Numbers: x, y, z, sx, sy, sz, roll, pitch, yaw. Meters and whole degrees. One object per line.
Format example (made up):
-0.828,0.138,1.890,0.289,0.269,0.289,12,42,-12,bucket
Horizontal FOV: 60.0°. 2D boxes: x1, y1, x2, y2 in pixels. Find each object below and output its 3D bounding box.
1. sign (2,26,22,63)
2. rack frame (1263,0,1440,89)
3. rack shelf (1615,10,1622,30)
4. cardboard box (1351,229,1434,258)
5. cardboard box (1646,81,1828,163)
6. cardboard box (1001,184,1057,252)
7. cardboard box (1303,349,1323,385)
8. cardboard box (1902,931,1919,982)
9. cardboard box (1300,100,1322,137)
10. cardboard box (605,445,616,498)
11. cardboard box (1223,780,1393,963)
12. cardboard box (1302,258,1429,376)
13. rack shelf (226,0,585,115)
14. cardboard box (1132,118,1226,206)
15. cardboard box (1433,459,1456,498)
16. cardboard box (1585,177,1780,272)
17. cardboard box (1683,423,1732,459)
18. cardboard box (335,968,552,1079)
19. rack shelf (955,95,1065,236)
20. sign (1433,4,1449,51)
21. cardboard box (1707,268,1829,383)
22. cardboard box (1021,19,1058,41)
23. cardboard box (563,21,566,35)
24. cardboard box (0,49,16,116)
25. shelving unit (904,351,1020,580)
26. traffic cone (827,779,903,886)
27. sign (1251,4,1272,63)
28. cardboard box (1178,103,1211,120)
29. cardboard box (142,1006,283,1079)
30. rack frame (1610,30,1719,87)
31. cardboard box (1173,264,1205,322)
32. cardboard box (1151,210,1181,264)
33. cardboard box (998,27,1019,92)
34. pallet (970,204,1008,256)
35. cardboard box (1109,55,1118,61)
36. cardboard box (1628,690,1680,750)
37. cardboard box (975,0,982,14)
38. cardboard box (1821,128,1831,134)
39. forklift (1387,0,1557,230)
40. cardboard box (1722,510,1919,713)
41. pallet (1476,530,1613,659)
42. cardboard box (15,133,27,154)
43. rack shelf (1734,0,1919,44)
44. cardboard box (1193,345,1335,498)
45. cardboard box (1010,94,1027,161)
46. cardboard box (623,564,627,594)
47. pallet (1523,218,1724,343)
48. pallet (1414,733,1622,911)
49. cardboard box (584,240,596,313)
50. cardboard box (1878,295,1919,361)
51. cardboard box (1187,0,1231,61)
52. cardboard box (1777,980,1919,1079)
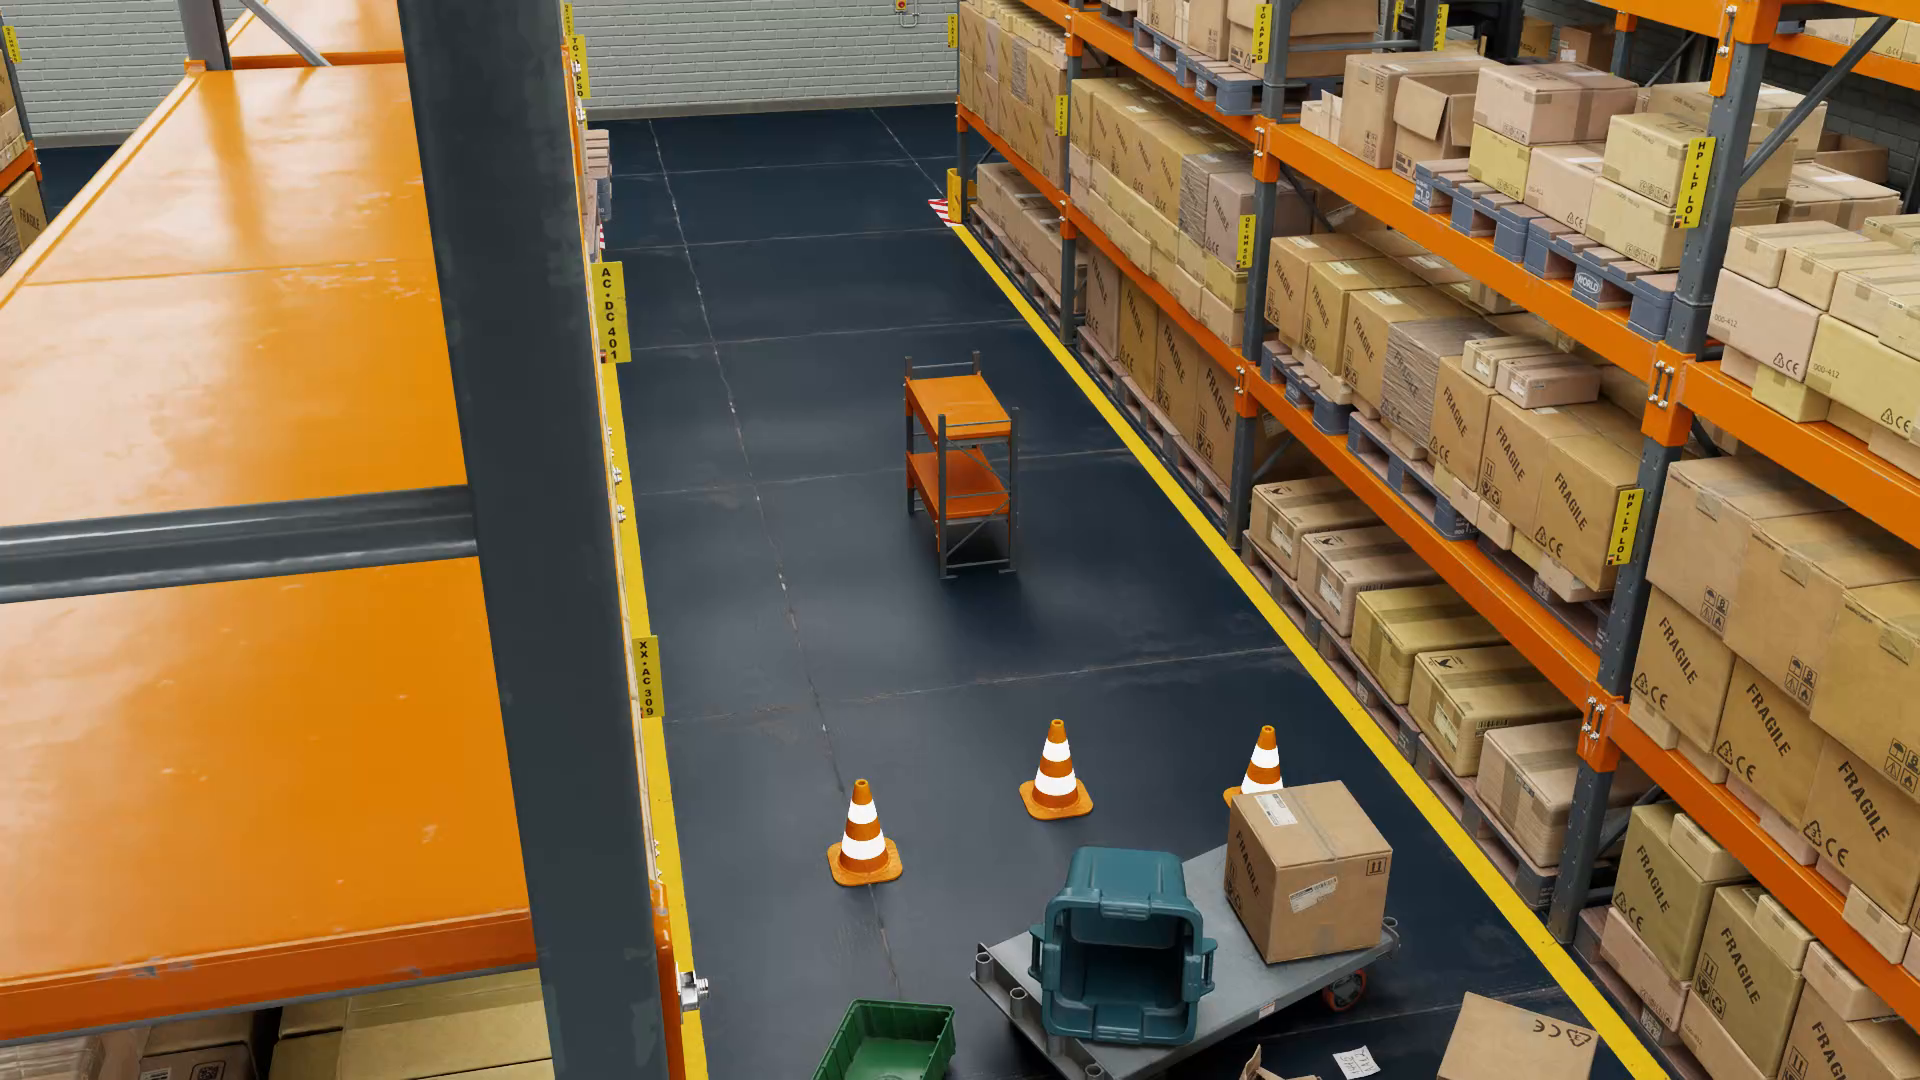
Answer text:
-8.656,-4.523,15.181,0.100,0.325,0.005,-6,27,-12,sign
2.270,-4.024,9.082,1.000,3.000,0.127,-6,27,-12,rack frame
5.753,-5.504,16.141,1.077,0.370,4.000,-6,27,-12,rack shelf
2.643,-1.540,9.911,0.500,0.500,0.500,-7,28,-13,cardboard box
3.308,-1.788,7.126,0.500,0.250,0.500,-7,28,-13,cardboard box
0.928,-3.221,16.527,0.875,0.438,0.875,-5,27,-10,cardboard box
2.210,-1.007,9.576,0.380,0.149,0.250,-8,28,-15,cardboard box
3.293,1.363,5.345,0.380,0.149,0.250,-6,27,-12,cardboard box
2.175,-2.417,9.507,0.380,0.149,0.250,-6,27,-12,cardboard box
-0.893,-0.063,3.381,0.380,0.149,0.250,-6,27,-11,cardboard box
1.444,1.382,6.964,0.500,0.500,0.500,-6,27,-12,cardboard box
2.270,-1.262,9.360,0.500,0.500,0.500,-5,27,-9,cardboard box
-2.079,-2.099,6.511,1.077,0.370,4.000,-6,27,-12,rack shelf
1.563,-2.703,11.903,0.500,0.500,0.500,-6,27,-12,cardboard box
2.571,-0.312,8.199,0.380,0.149,0.250,-6,27,-12,cardboard box
2.899,-1.291,6.697,0.500,0.250,0.500,-6,28,-13,cardboard box
3.345,-0.190,7.236,0.500,0.500,0.500,-5,27,-10,cardboard box
-0.548,0.609,2.049,0.380,0.149,0.250,-6,27,-11,cardboard box
0.918,-3.659,15.815,1.077,0.370,4.000,-6,27,-12,rack shelf
2.799,-2.970,9.749,0.100,0.325,0.005,-6,27,-12,sign
3.004,-0.774,5.808,0.500,0.250,0.500,-7,28,-13,cardboard box
0.763,-4.553,14.848,0.380,0.149,0.250,-7,28,-13,cardboard box
-3.747,-4.309,14.755,0.500,0.500,0.500,-5,27,-9,cardboard box
-8.822,-4.065,14.826,0.500,0.500,0.500,-6,27,-11,cardboard box
-0.002,-0.505,10.849,0.538,1.125,1.048,-6,27,-12,shelving unit
-0.460,1.347,7.913,0.336,0.463,0.334,-6,27,-12,traffic cone
1.727,-2.898,9.519,0.100,0.325,0.005,-6,27,-12,sign
1.933,-2.971,12.434,0.500,0.500,0.500,-5,27,-10,cardboard box
-1.221,0.670,2.371,0.500,0.250,0.500,-6,27,-11,cardboard box
6.204,-3.608,14.915,1.000,3.000,0.127,-6,27,-12,rack frame
1.773,-1.697,11.297,0.500,0.250,0.500,-5,27,-11,cardboard box
1.659,-2.136,11.612,0.500,0.250,0.500,-7,28,-13,cardboard box
0.658,-4.439,15.342,0.500,0.500,0.500,-6,27,-11,cardboard box
0.724,-3.270,17.341,1.003,0.211,1.213,-6,27,-12,pallet
1.477,-4.158,14.066,0.380,0.149,0.250,-6,27,-11,cardboard box
2.930,0.693,6.673,0.380,0.149,0.250,-6,27,-12,cardboard box
0.353,-5.221,16.171,0.380,0.149,0.250,-5,27,-10,cardboard box
6.388,-3.033,13.199,0.700,0.500,0.500,-6,27,-12,cardboard box
4.090,-2.715,13.223,1.130,2.935,3.031,-6,27,-12,forklift
3.153,0.228,5.765,0.700,0.500,0.500,-6,27,-11,cardboard box
3.141,0.145,7.692,1.003,0.211,1.213,-6,27,-12,pallet
-8.787,-3.617,15.212,0.380,0.149,0.250,-5,27,-11,cardboard box
3.622,-1.068,4.027,1.077,0.370,4.000,-6,27,-12,rack shelf
2.195,-0.897,11.436,0.875,0.875,0.875,-6,27,-12,cardboard box
0.766,-3.769,15.123,0.500,0.500,0.500,-6,27,-12,cardboard box
-1.599,0.433,6.799,0.500,0.500,0.500,-6,27,-11,cardboard box
3.136,-1.127,6.880,1.213,0.211,1.003,-6,27,-12,pallet
2.995,1.313,8.260,1.003,0.211,1.213,-6,27,-12,pallet
-1.235,-0.730,4.701,0.380,0.149,0.250,-6,27,-12,cardboard box
3.095,-0.655,5.131,0.380,0.149,0.250,-6,27,-12,cardboard box
1.862,-3.333,10.464,0.700,0.500,0.500,-7,28,-14,cardboard box
3.289,1.863,5.829,0.500,0.500,0.500,-5,27,-9,cardboard box
